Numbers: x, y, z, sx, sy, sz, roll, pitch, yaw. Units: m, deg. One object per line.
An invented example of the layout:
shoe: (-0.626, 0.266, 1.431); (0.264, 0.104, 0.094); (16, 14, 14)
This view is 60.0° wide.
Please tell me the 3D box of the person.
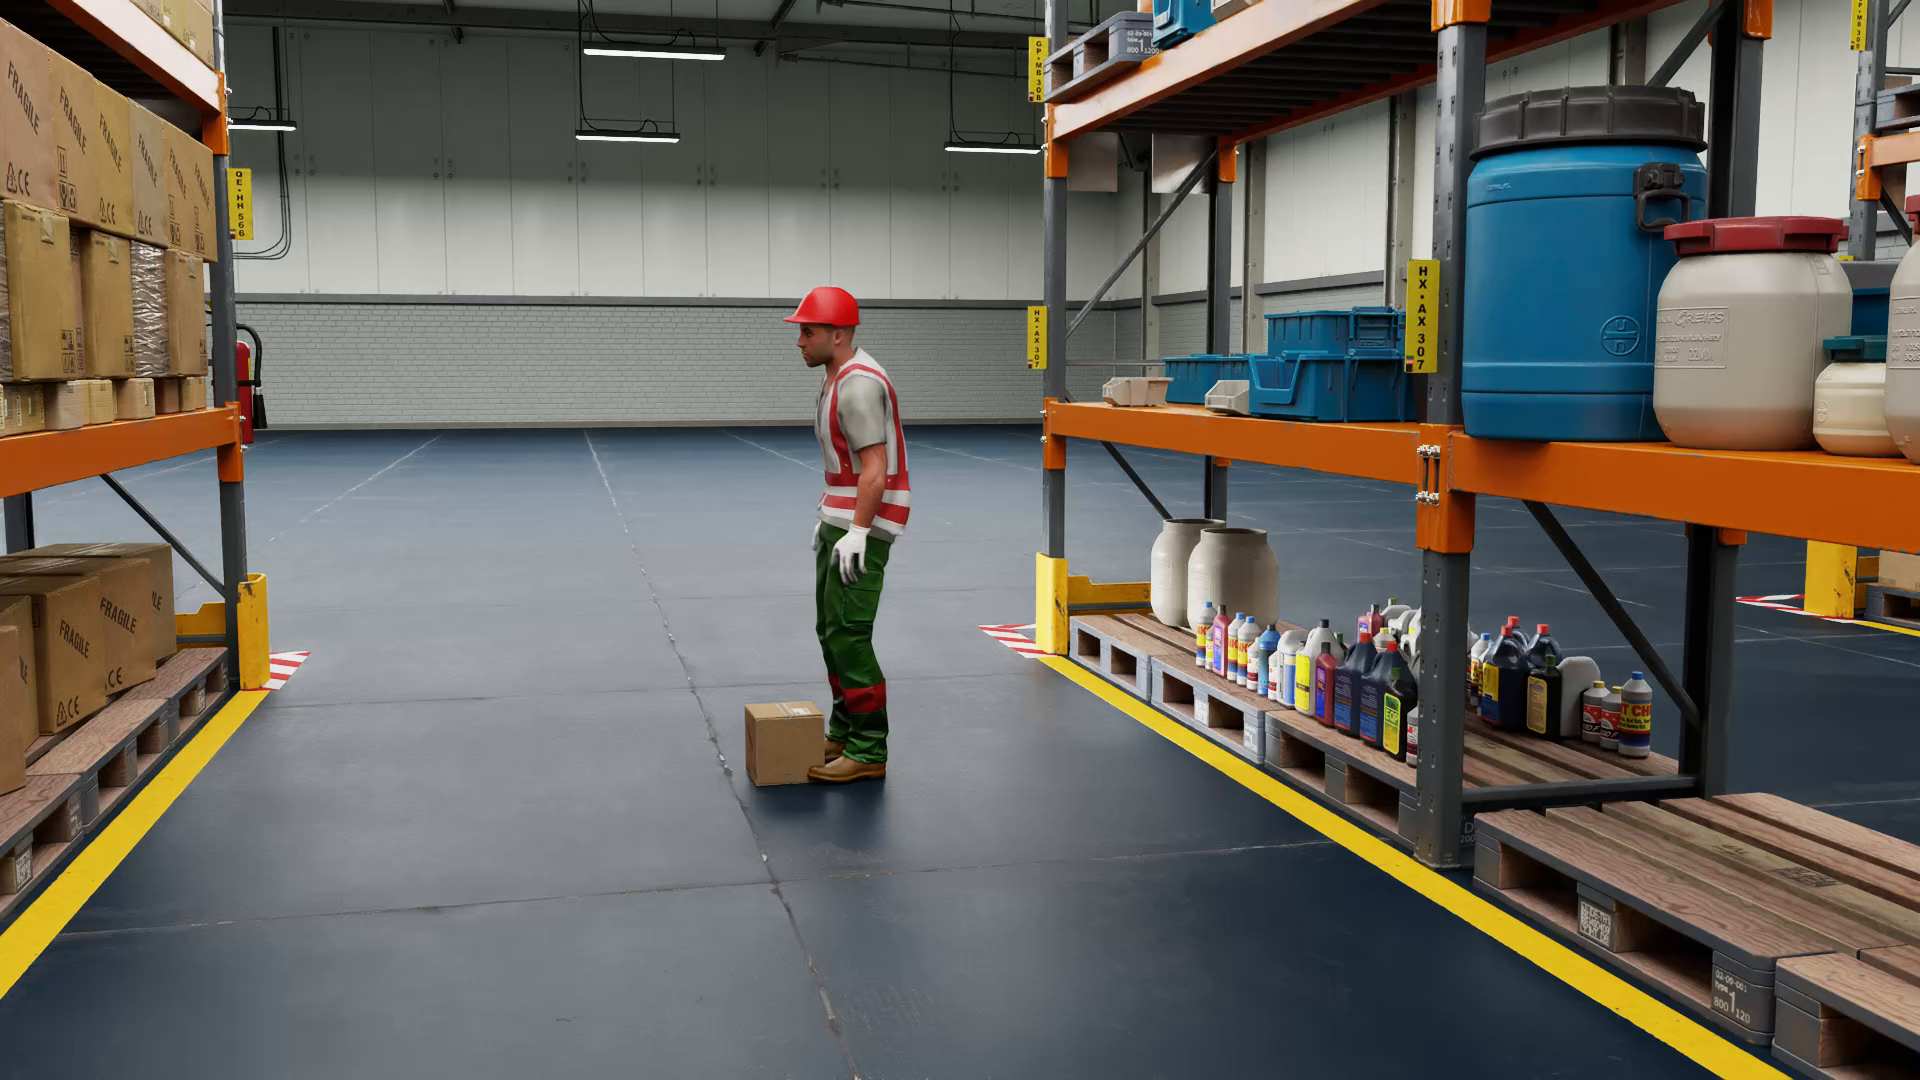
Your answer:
person: (-0.421, -0.025, 6.066); (0.452, 1.778, 0.603); (-2, 6, -14)
